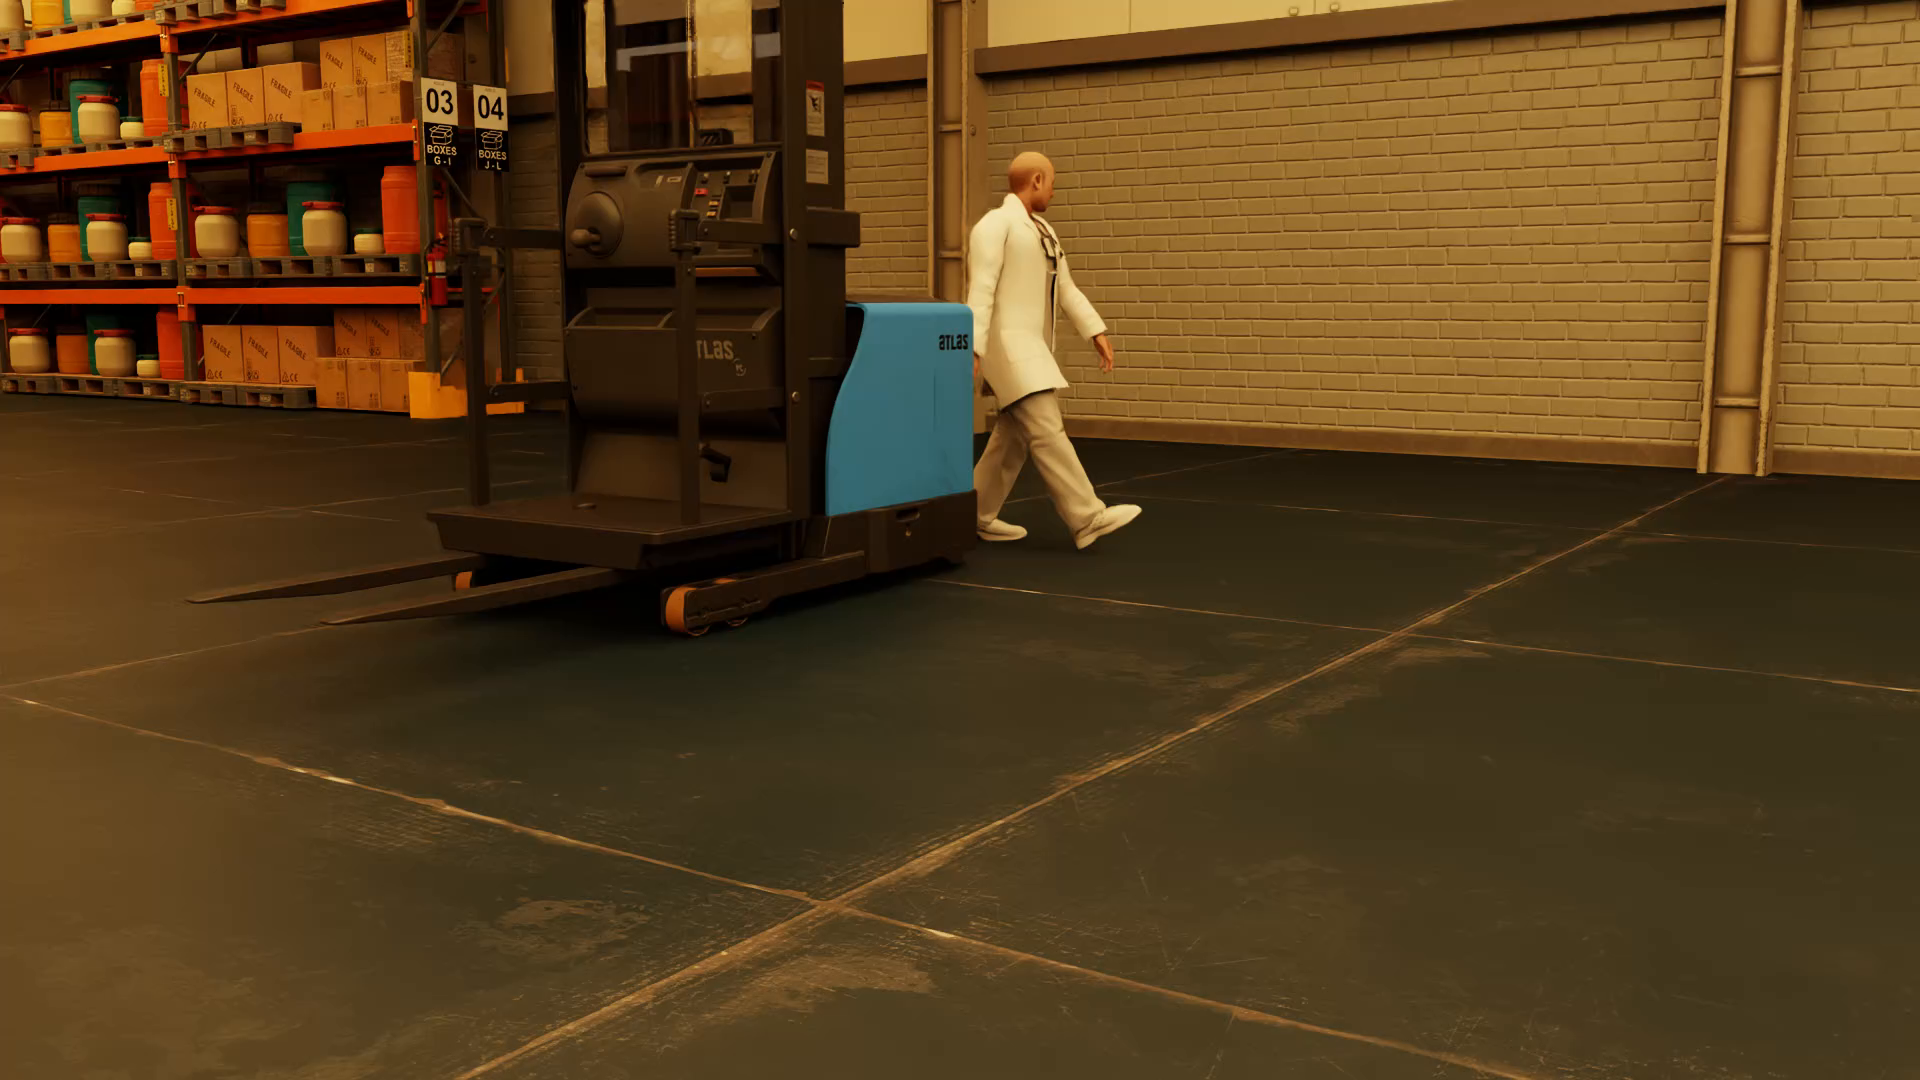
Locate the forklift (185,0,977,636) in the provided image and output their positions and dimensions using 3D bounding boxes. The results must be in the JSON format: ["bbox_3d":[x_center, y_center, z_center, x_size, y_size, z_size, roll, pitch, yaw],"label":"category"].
[{"bbox_3d":[-1.146,-1.212,5.718,1.130,2.935,3.031,5,10,32],"label":"forklift"}]

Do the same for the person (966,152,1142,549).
[{"bbox_3d":[0.363,-0.825,7.285,0.992,1.730,0.741,3,9,23],"label":"person"}]
